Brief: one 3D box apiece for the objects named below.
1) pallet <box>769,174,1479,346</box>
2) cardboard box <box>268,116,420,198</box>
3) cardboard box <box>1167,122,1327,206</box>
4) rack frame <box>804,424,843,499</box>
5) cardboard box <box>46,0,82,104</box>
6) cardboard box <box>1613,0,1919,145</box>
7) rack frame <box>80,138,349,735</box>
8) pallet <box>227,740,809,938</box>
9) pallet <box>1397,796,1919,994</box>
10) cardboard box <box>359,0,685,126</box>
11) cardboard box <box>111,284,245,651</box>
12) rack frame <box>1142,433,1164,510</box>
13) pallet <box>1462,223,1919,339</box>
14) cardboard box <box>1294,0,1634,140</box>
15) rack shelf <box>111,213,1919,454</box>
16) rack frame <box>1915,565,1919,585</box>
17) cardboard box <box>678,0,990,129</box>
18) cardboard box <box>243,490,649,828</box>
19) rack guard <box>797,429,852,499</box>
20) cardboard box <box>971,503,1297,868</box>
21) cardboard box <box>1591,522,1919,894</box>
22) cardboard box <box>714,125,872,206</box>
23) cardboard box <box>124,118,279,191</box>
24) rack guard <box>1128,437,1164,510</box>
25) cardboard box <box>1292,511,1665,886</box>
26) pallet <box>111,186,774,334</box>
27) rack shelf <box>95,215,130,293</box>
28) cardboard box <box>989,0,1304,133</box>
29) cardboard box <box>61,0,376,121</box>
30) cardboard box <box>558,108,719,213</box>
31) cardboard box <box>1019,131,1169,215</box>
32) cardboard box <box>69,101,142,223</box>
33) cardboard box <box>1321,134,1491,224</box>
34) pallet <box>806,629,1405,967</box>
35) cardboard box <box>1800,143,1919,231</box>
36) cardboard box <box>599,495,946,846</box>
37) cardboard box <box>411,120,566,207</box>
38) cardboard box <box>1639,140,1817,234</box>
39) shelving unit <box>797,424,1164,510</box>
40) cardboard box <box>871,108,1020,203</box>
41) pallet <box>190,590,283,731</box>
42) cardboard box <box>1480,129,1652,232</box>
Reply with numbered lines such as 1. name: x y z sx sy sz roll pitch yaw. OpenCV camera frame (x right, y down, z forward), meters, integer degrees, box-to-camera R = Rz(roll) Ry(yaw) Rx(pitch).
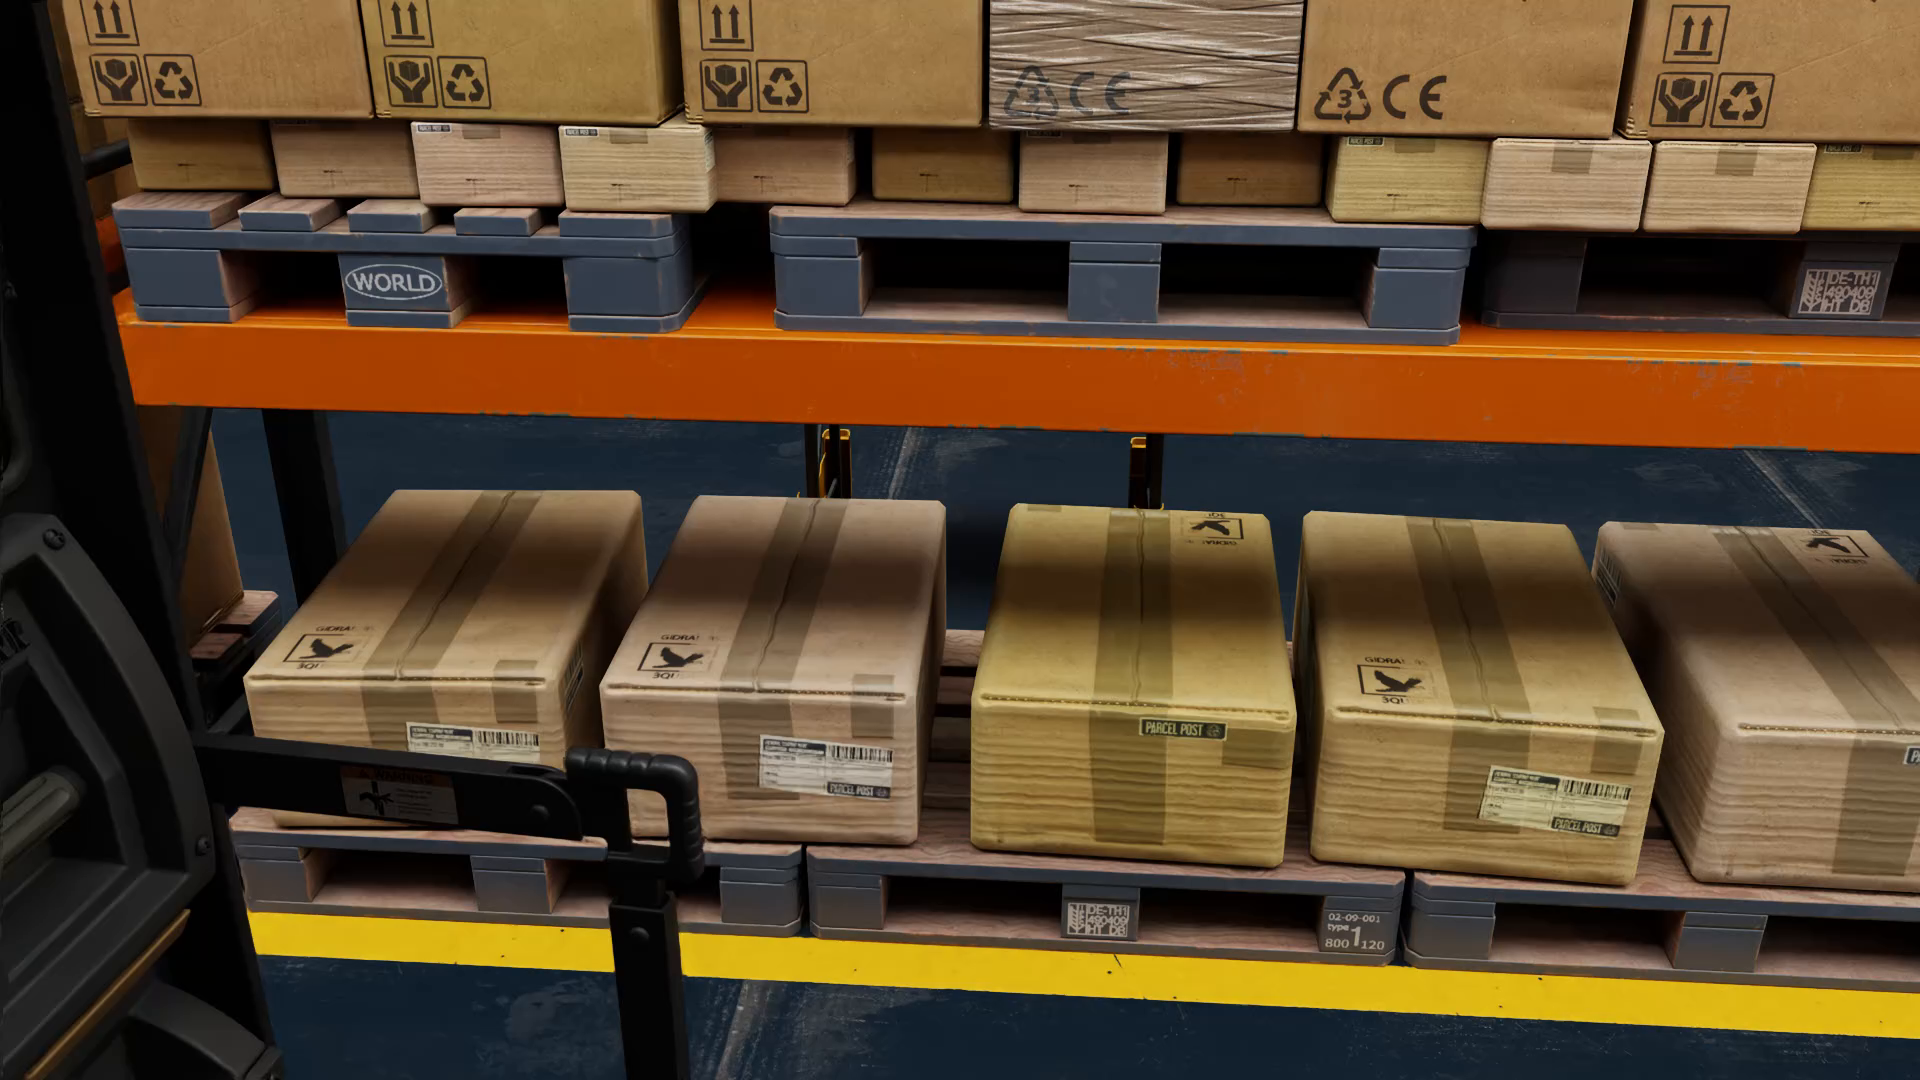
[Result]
1. pallet: 0.305 -0.655 3.315 1.213 0.211 1.003 2 25 4
2. cardboard box: -1.083 -0.754 3.099 0.250 0.149 0.380 0 25 1
3. cardboard box: 0.511 -0.729 3.043 0.250 0.149 0.380 1 25 2
4. rack frame: -0.422 -0.695 4.966 0.032 1.500 0.500 2 25 4
5. cardboard box: -2.158 -1.067 3.561 0.500 0.250 0.500 2 25 4
6. cardboard box: 1.344 -0.966 2.784 0.500 0.500 0.500 2 25 4
7. rack frame: -1.672 -0.789 3.376 0.127 3.000 1.000 2 25 4
8. pallet: -0.893 0.504 3.903 1.213 0.211 1.003 2 25 4
9. pallet: 1.540 0.582 3.733 1.213 0.211 1.003 2 25 4
10. cardboard box: -0.721 -1.035 2.934 0.500 0.500 0.500 3 25 7
11. cardboard box: -2.354 -0.071 3.855 0.875 0.875 0.875 2 25 4
12. rack frame: 0.592 -0.662 4.895 0.032 1.500 0.500 2 25 4
13. pallet: 1.566 -0.659 3.322 1.213 0.211 1.003 2 25 4
14. cardboard box: 0.830 -0.986 2.825 0.500 0.500 0.500 3 25 6
15. rack shelf: 0.322 -0.398 3.387 4.000 0.370 1.077 2 25 4
16. rack frame: 2.316 -0.661 3.097 0.127 3.000 1.000 2 25 4
17. cardboard box: -0.191 -1.021 2.903 0.500 0.500 0.500 2 25 5
18. cardboard box: -1.109 0.237 3.789 0.625 0.372 0.950 0 25 0
19. rack guard: -0.421 -0.127 5.227 0.087 0.250 0.587 2 25 4
20. cardboard box: 0.383 0.283 3.687 0.625 0.372 0.950 3 25 6
21. cardboard box: 1.793 0.327 3.593 0.625 0.372 0.950 2 25 5
22. cardboard box: -0.294 -0.734 3.054 0.250 0.149 0.380 3 25 7
23. cardboard box: -1.362 -0.777 3.149 0.250 0.149 0.380 0 25 1
24. rack guard: 0.573 -0.095 5.158 0.087 0.250 0.587 2 25 4
25. cardboard box: 1.076 0.305 3.640 0.625 0.372 0.950 3 25 7
26. pallet: -0.953 -0.723 3.463 1.003 0.211 1.213 2 25 4
27. rack shelf: -3.666 -0.526 3.665 4.000 0.370 1.077 2 25 4
28. cardboard box: 0.307 -1.002 2.861 0.500 0.500 0.500 1 25 2
29. cardboard box: -1.241 -1.049 2.964 0.500 0.500 0.500 1 25 3
30. cardboard box: -0.541 -0.709 3.001 0.250 0.149 0.380 2 25 4
31. cardboard box: 0.246 -0.706 2.993 0.250 0.149 0.380 3 25 6
32. cardboard box: -2.141 -0.841 3.669 0.500 0.250 0.500 1 25 3
33. cardboard box: 0.766 -0.677 2.932 0.250 0.149 0.380 2 25 4
34. pallet: 0.320 0.544 3.816 1.213 0.211 1.003 2 25 4
35. cardboard box: 1.521 -0.655 2.882 0.250 0.149 0.380 1 25 2
36. cardboard box: -0.373 0.257 3.745 0.625 0.372 0.950 1 25 3
37. cardboard box: -0.813 -0.726 3.038 0.250 0.149 0.380 0 25 1
38. cardboard box: 1.261 -0.648 2.868 0.250 0.149 0.380 1 25 3
39. shelving unit: 0.076 -0.679 4.931 1.083 1.500 0.587 2 25 4
40. cardboard box: -0.010 -0.741 3.070 0.250 0.149 0.380 3 25 6
41. pallet: -2.452 0.421 4.082 1.213 0.211 1.003 2 25 4
42. cardboard box: 1.007 -0.654 2.882 0.250 0.149 0.380 2 25 4
